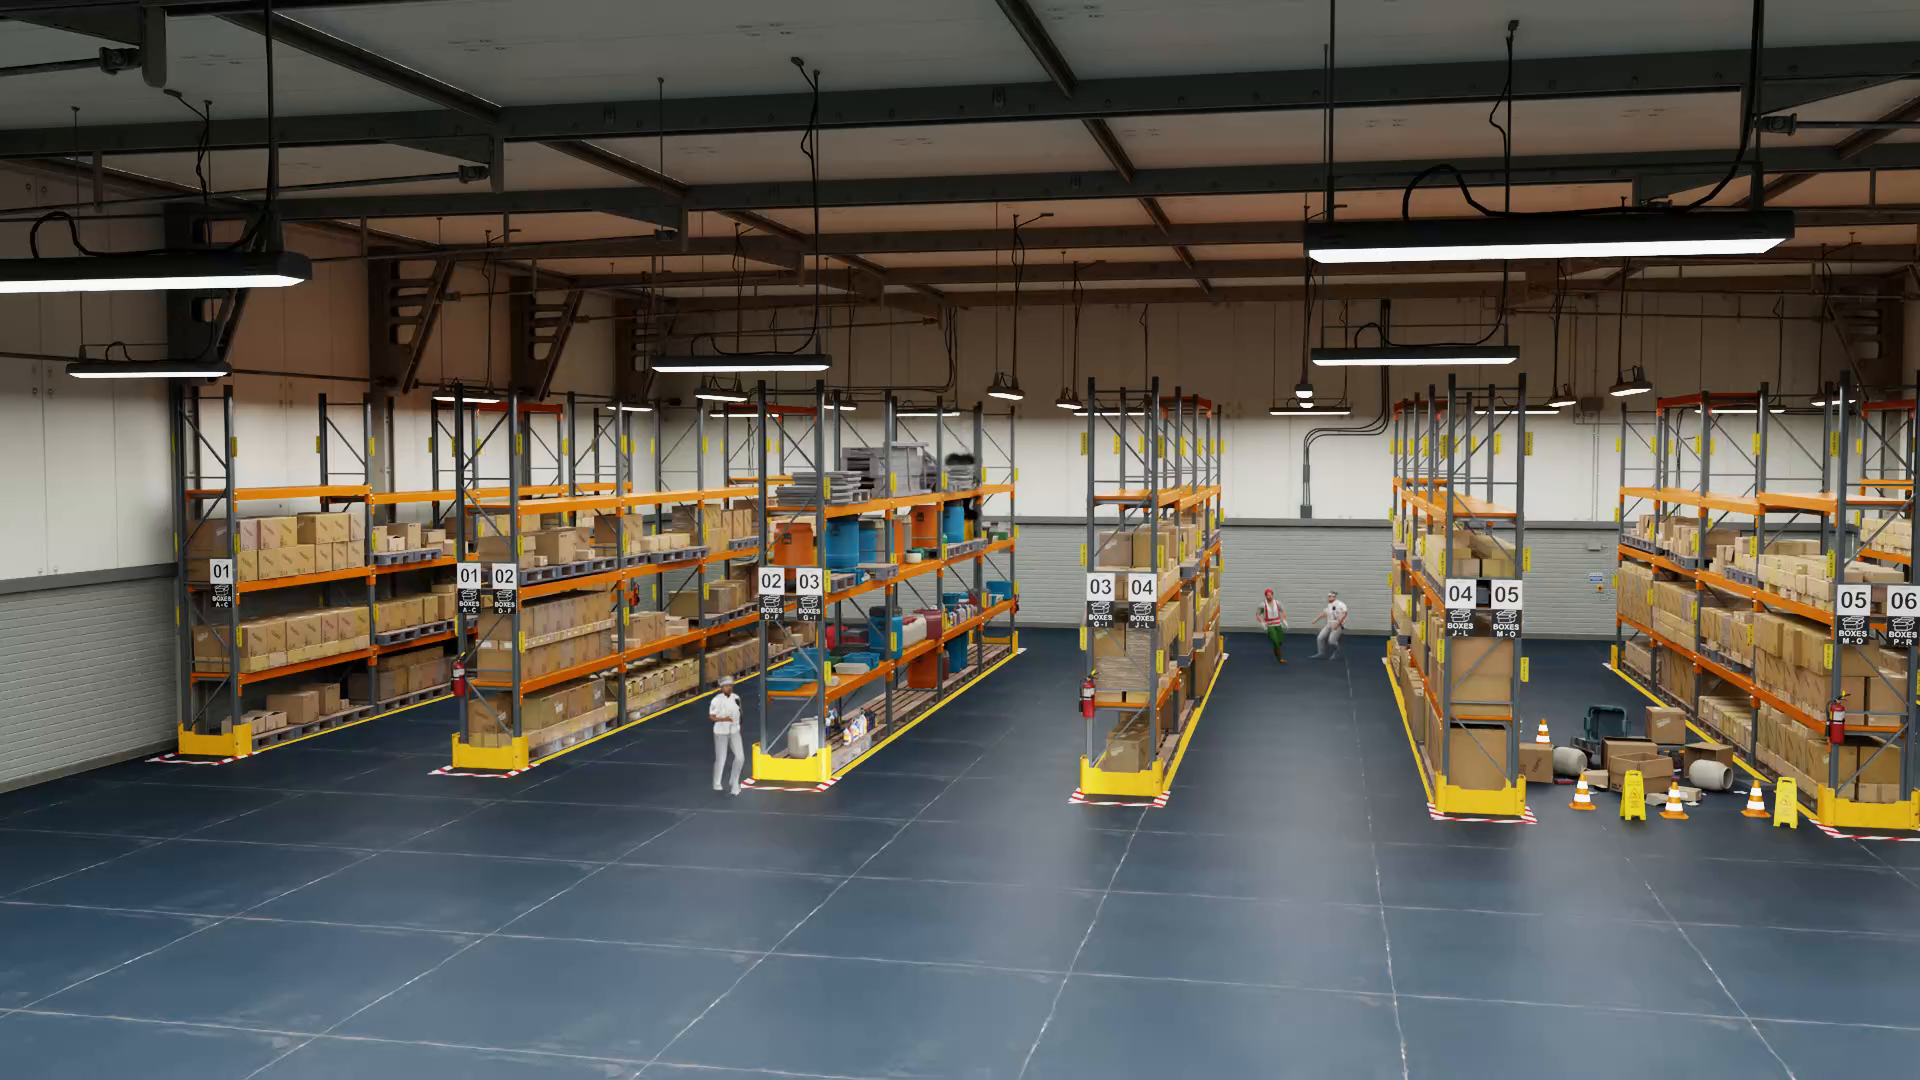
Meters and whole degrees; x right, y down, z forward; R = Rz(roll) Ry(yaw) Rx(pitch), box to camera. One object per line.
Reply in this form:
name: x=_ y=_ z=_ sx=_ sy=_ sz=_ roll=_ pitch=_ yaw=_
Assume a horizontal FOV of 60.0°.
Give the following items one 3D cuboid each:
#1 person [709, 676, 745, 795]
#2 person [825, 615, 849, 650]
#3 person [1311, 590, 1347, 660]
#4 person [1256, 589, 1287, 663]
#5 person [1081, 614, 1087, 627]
person: x=-3.345 y=2.826 z=23.983 sx=0.574 sy=1.757 sz=0.645 roll=-2 pitch=4 yaw=-31
person: x=-2.455 y=2.313 z=33.273 sx=0.672 sy=1.687 sz=0.598 roll=1 pitch=3 yaw=13
person: x=8.719 y=2.007 z=39.085 sx=0.524 sy=1.669 sz=0.901 roll=-2 pitch=4 yaw=-33
person: x=7.228 y=1.991 z=38.545 sx=0.706 sy=1.709 sz=0.567 roll=0 pitch=3 yaw=-3
person: x=2.886 y=2.141 z=35.278 sx=0.666 sy=1.739 sz=0.608 roll=0 pitch=3 yaw=3
